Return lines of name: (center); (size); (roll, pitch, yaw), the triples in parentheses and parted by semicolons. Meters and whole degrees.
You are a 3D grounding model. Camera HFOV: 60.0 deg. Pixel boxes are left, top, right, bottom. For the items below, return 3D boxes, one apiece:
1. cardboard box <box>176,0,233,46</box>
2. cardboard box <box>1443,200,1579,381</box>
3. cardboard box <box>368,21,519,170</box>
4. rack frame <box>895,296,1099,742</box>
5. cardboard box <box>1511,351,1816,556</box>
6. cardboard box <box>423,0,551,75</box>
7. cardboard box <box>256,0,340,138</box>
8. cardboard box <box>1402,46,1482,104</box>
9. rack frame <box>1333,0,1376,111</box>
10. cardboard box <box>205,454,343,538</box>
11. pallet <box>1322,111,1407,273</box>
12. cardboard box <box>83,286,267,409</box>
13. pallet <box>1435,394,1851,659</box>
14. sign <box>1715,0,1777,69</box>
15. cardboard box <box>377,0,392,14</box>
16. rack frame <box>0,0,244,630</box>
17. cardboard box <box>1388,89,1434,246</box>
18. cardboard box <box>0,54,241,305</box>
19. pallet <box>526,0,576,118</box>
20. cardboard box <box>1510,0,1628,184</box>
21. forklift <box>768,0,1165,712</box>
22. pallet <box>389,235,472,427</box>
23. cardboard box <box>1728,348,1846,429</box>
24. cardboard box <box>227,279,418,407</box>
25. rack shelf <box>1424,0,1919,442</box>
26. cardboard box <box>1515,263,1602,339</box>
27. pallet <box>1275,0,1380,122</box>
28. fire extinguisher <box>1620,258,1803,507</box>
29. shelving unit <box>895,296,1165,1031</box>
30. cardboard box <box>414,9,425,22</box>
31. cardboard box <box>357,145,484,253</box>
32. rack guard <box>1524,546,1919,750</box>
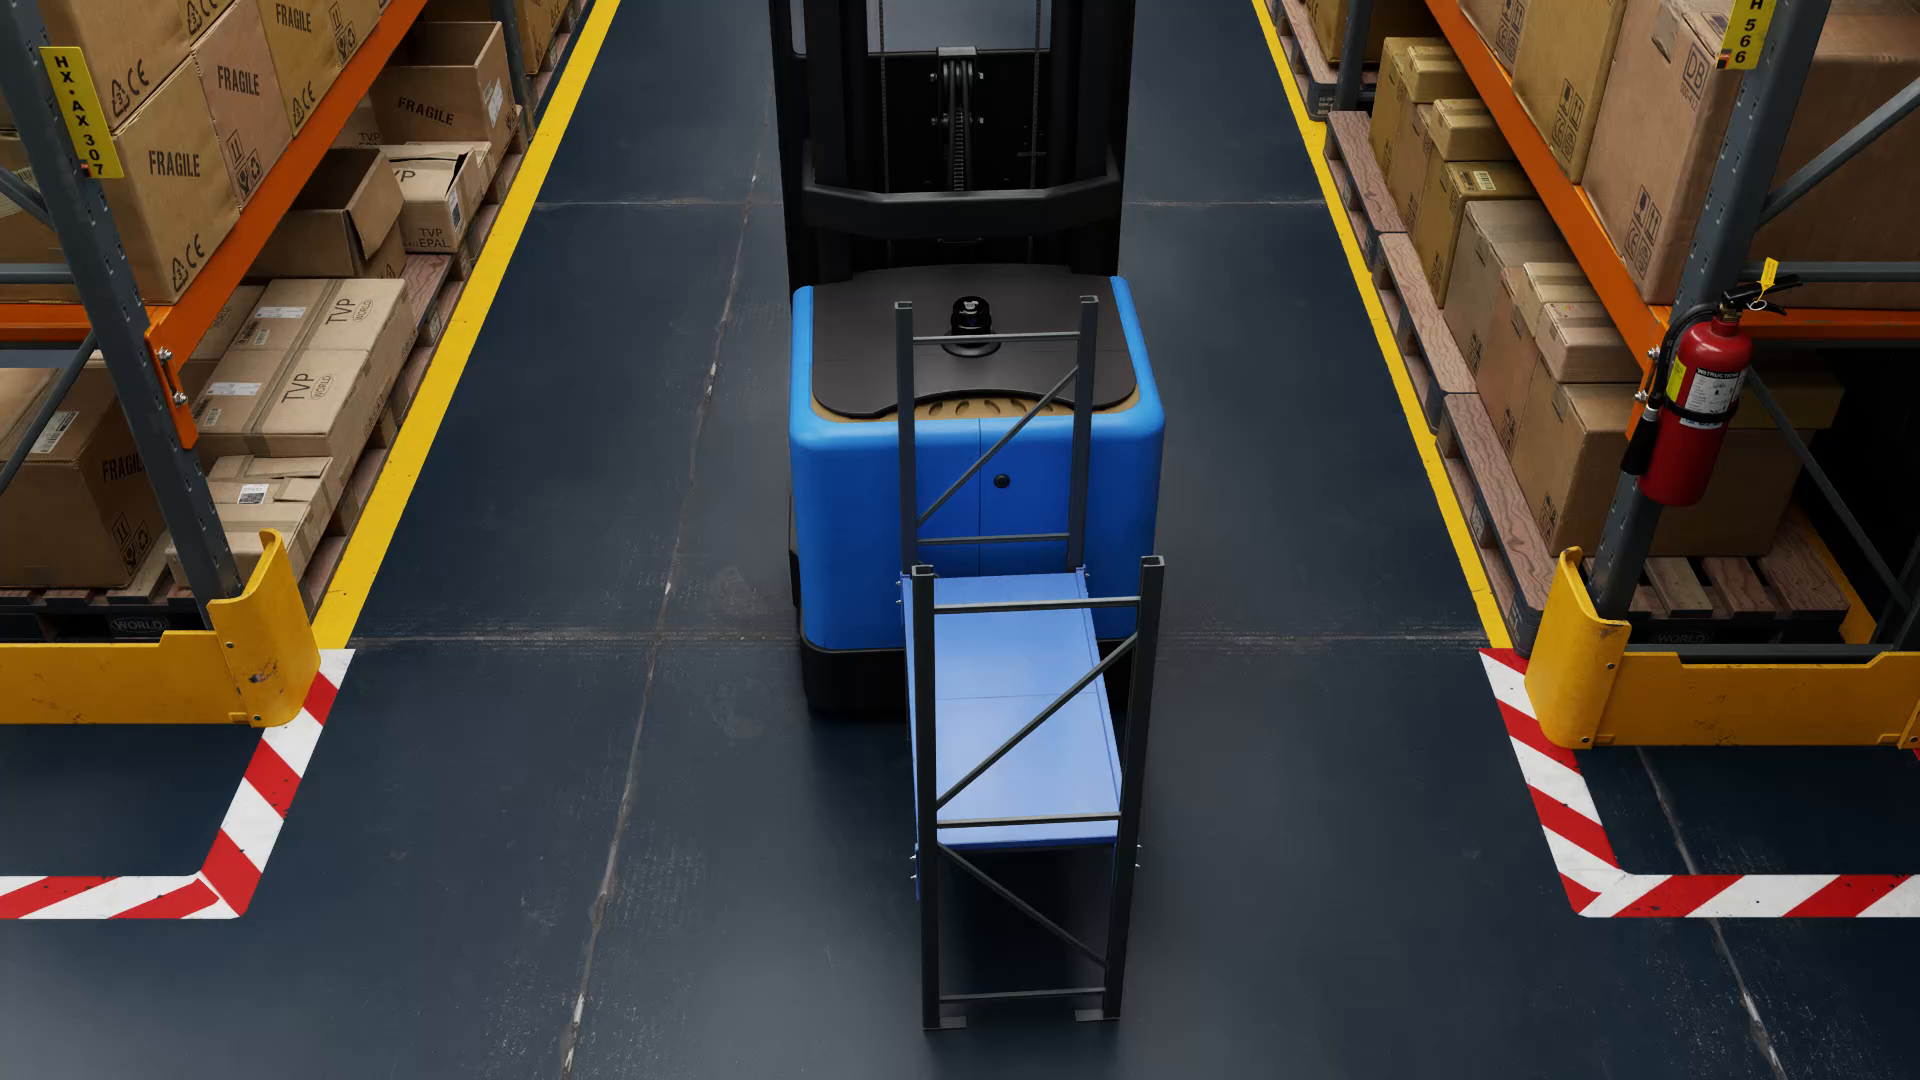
cardboard box: (-2.352, -1.696, 4.588); (0.500, 0.500, 0.500); (0, 39, 0)
cardboard box: (2.244, -0.922, 6.165); (0.700, 0.500, 0.500); (-1, 39, -2)
cardboard box: (-2.328, -2.004, 7.499); (0.500, 0.500, 0.500); (0, 39, 0)
rack frame: (0.090, 0.001, 4.549); (0.500, 1.500, 0.032); (-2, 39, -3)
cardboard box: (2.245, -0.294, 5.382); (0.700, 0.500, 0.500); (0, 39, 0)
cardboard box: (-2.369, -2.663, 8.321); (0.500, 0.500, 0.500); (-2, 39, -2)
cardboard box: (-2.348, -1.616, 5.287); (0.500, 0.500, 0.500); (0, 39, 0)
cardboard box: (2.058, -1.929, 6.903); (0.380, 0.149, 0.250); (1, 39, 1)
rack frame: (2.342, -3.170, 7.307); (1.000, 3.000, 0.127); (0, 39, 0)
cardboard box: (-2.265, -0.147, 5.448); (0.380, 0.166, 0.250); (0, 39, 0)
pallet: (2.264, -1.606, 7.585); (1.003, 0.211, 1.213); (0, 39, 0)
cardboard box: (-2.826, -0.695, 6.066); (0.500, 0.250, 0.500); (0, 39, 0)
pallet: (2.267, -0.080, 5.681); (1.003, 0.211, 1.213); (0, 39, 0)
sign: (1.804, -1.221, 3.759); (0.100, 0.325, 0.005); (0, 39, 0)
cardboard box: (-2.350, -2.247, 6.075); (0.500, 0.500, 0.500); (1, 39, 1)
rack frame: (-2.607, -0.662, 4.178); (1.000, 3.000, 0.127); (0, 39, 0)
cardboard box: (2.237, -1.576, 6.981); (0.700, 0.500, 0.500); (0, 39, -1)
cardboard box: (-2.344, -0.979, 4.493); (0.500, 0.500, 0.500); (1, 39, 1)
pallet: (-2.651, -2.584, 8.806); (1.003, 0.211, 1.213); (0, 39, 0)
cardboard box: (2.324, -1.559, 5.057); (0.980, 0.700, 0.700); (0, 39, 0)
forklift: (-0.039, -1.534, 5.320); (1.130, 2.935, 3.031); (-2, 39, -3)
pallet: (-2.608, -0.881, 6.681); (1.003, 0.211, 1.213); (0, 39, 0)
cardboard box: (2.446, -0.469, 5.082); (0.380, 0.149, 0.250); (0, 39, 0)
cardboard box: (-2.326, -0.727, 6.105); (0.500, 0.250, 0.500); (0, 39, 0)
rack shelf: (2.344, -1.638, 5.971); (1.077, 0.370, 4.000); (0, 39, 0)
cardboard box: (2.062, -0.788, 5.478); (0.380, 0.149, 0.250); (1, 39, 1)
pallet: (2.265, -2.564, 8.781); (1.003, 0.211, 1.213); (0, 39, 0)
fire extinguisher: (1.885, -0.398, 4.208); (0.296, 0.674, 0.183); (0, 39, 0)
shelving unit: (0.122, 0.319, 4.153); (0.538, 1.500, 1.048); (-2, 39, -3)
cardboard box: (-2.899, -2.668, 8.328); (0.500, 0.500, 0.500); (0, 39, 0)
cardboard box: (-2.327, -1.461, 6.973); (0.500, 0.311, 0.500); (0, 39, 0)
rack guard: (2.346, 0.322, 4.948); (1.175, 0.500, 0.348); (0, 39, 0)
